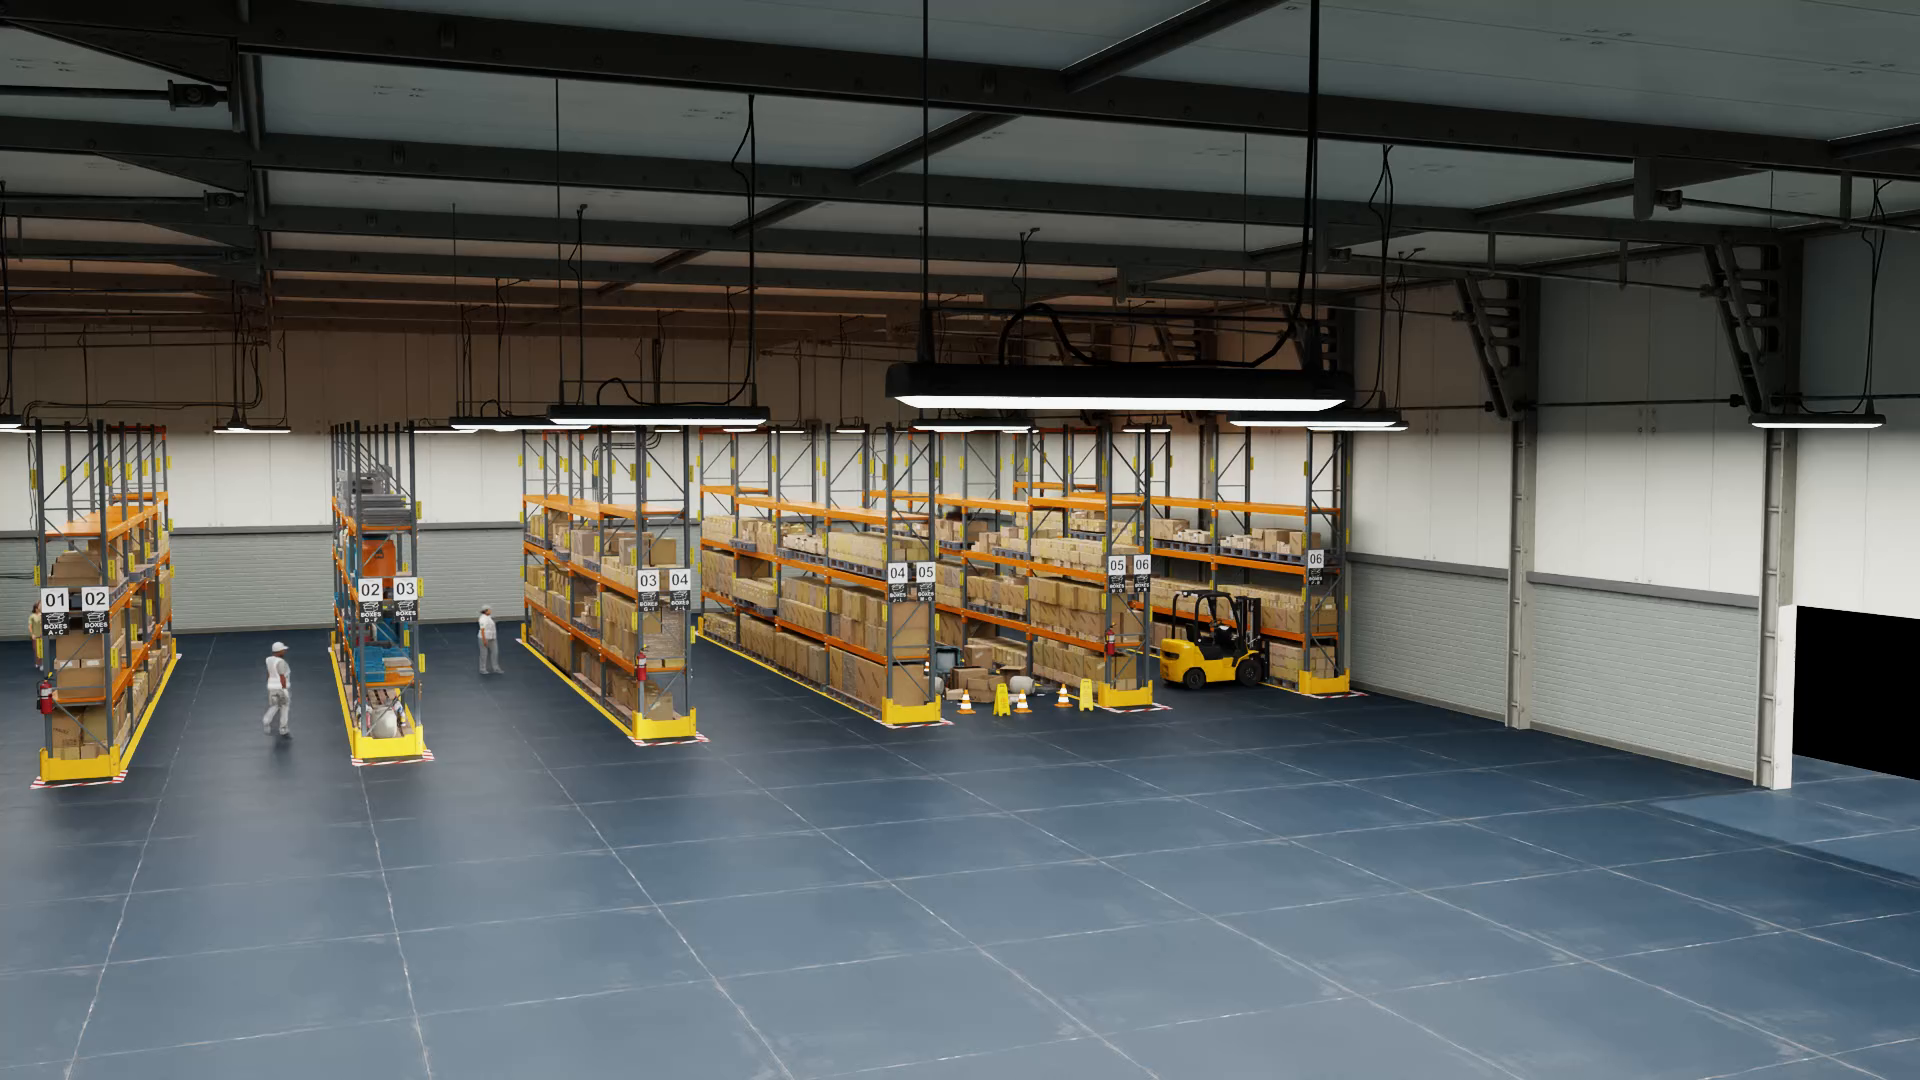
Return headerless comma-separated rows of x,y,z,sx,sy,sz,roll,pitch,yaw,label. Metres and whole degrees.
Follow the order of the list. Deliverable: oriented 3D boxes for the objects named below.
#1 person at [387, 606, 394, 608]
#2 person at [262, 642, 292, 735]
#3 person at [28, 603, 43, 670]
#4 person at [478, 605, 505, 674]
-16.120,1.876,47.588,0.620,1.766,0.459,-3,4,-35,person
-13.043,2.840,31.727,0.522,1.777,0.668,1,4,12,person
-22.565,2.359,40.690,0.404,1.623,0.985,-2,4,-24,person
-11.308,2.399,40.028,0.565,1.661,0.507,2,4,25,person
